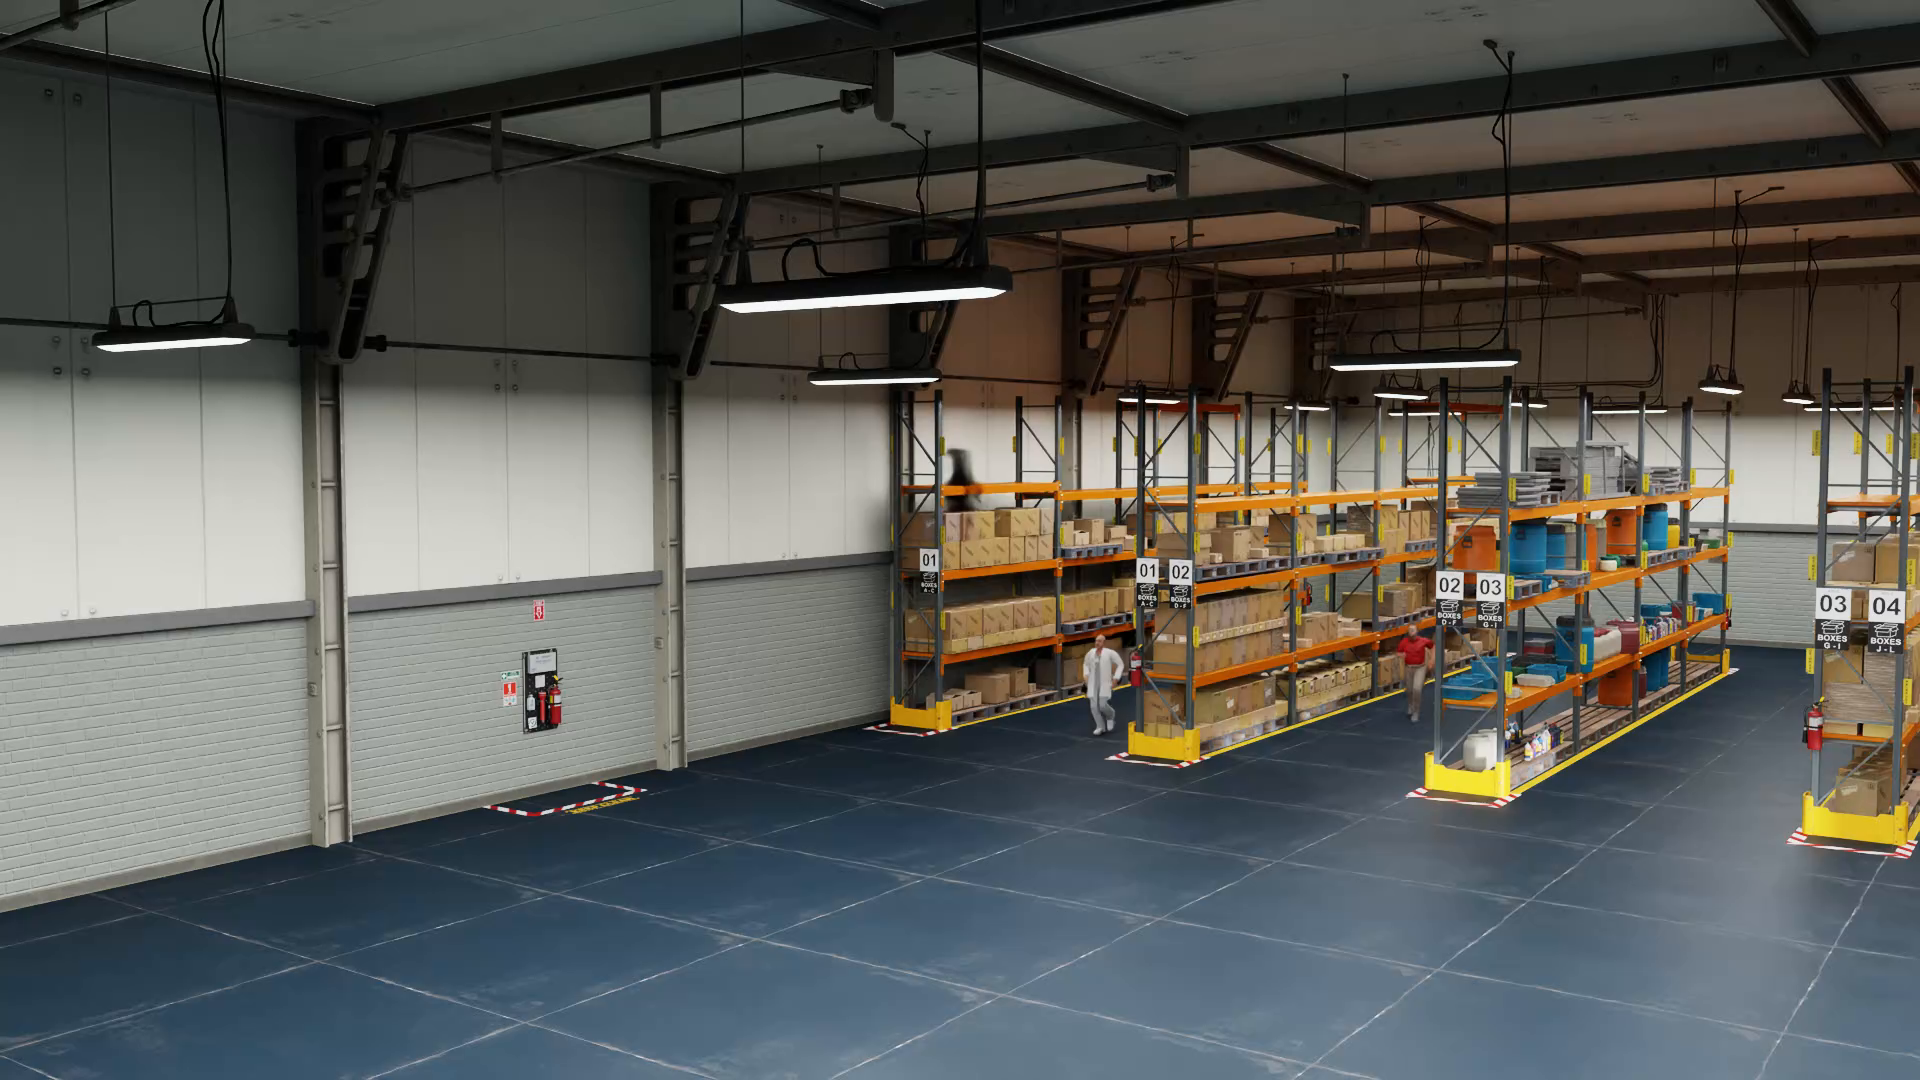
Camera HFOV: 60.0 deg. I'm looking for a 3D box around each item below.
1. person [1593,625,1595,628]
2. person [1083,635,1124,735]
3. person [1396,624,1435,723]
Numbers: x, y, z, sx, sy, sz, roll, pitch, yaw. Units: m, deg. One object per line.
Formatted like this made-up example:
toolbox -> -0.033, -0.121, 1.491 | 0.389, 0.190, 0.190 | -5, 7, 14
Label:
person -> 12.901, 2.223, 34.436 | 0.710, 1.633, 0.779 | -1, 4, -23
person -> 2.460, 2.511, 28.884 | 0.736, 1.733, 0.654 | 1, 4, 24
person -> 8.366, 2.431, 30.536 | 0.678, 1.785, 0.929 | 2, 4, 30
